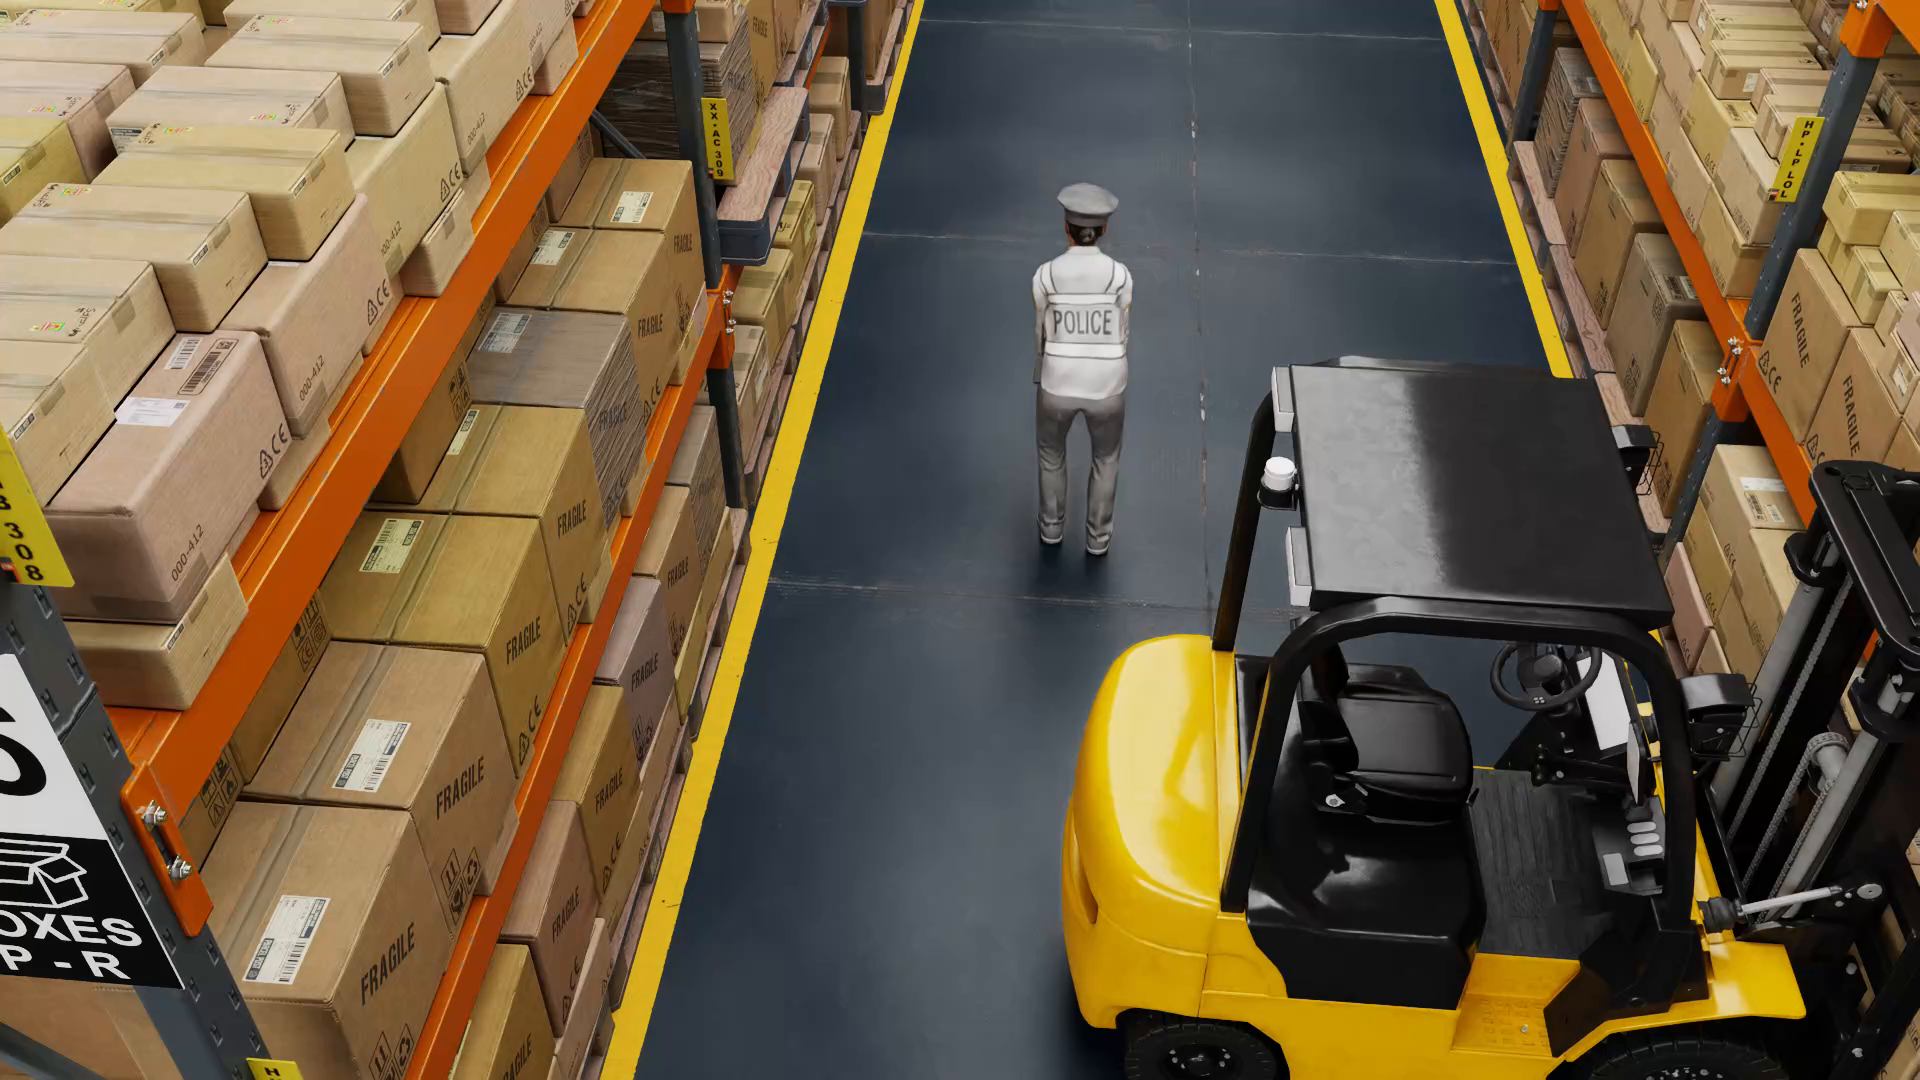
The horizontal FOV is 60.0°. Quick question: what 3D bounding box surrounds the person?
[{"bbox_3d":[0.497,-0.677,7.007,0.409,1.605,0.570,3,40,3],"label":"person"}]
